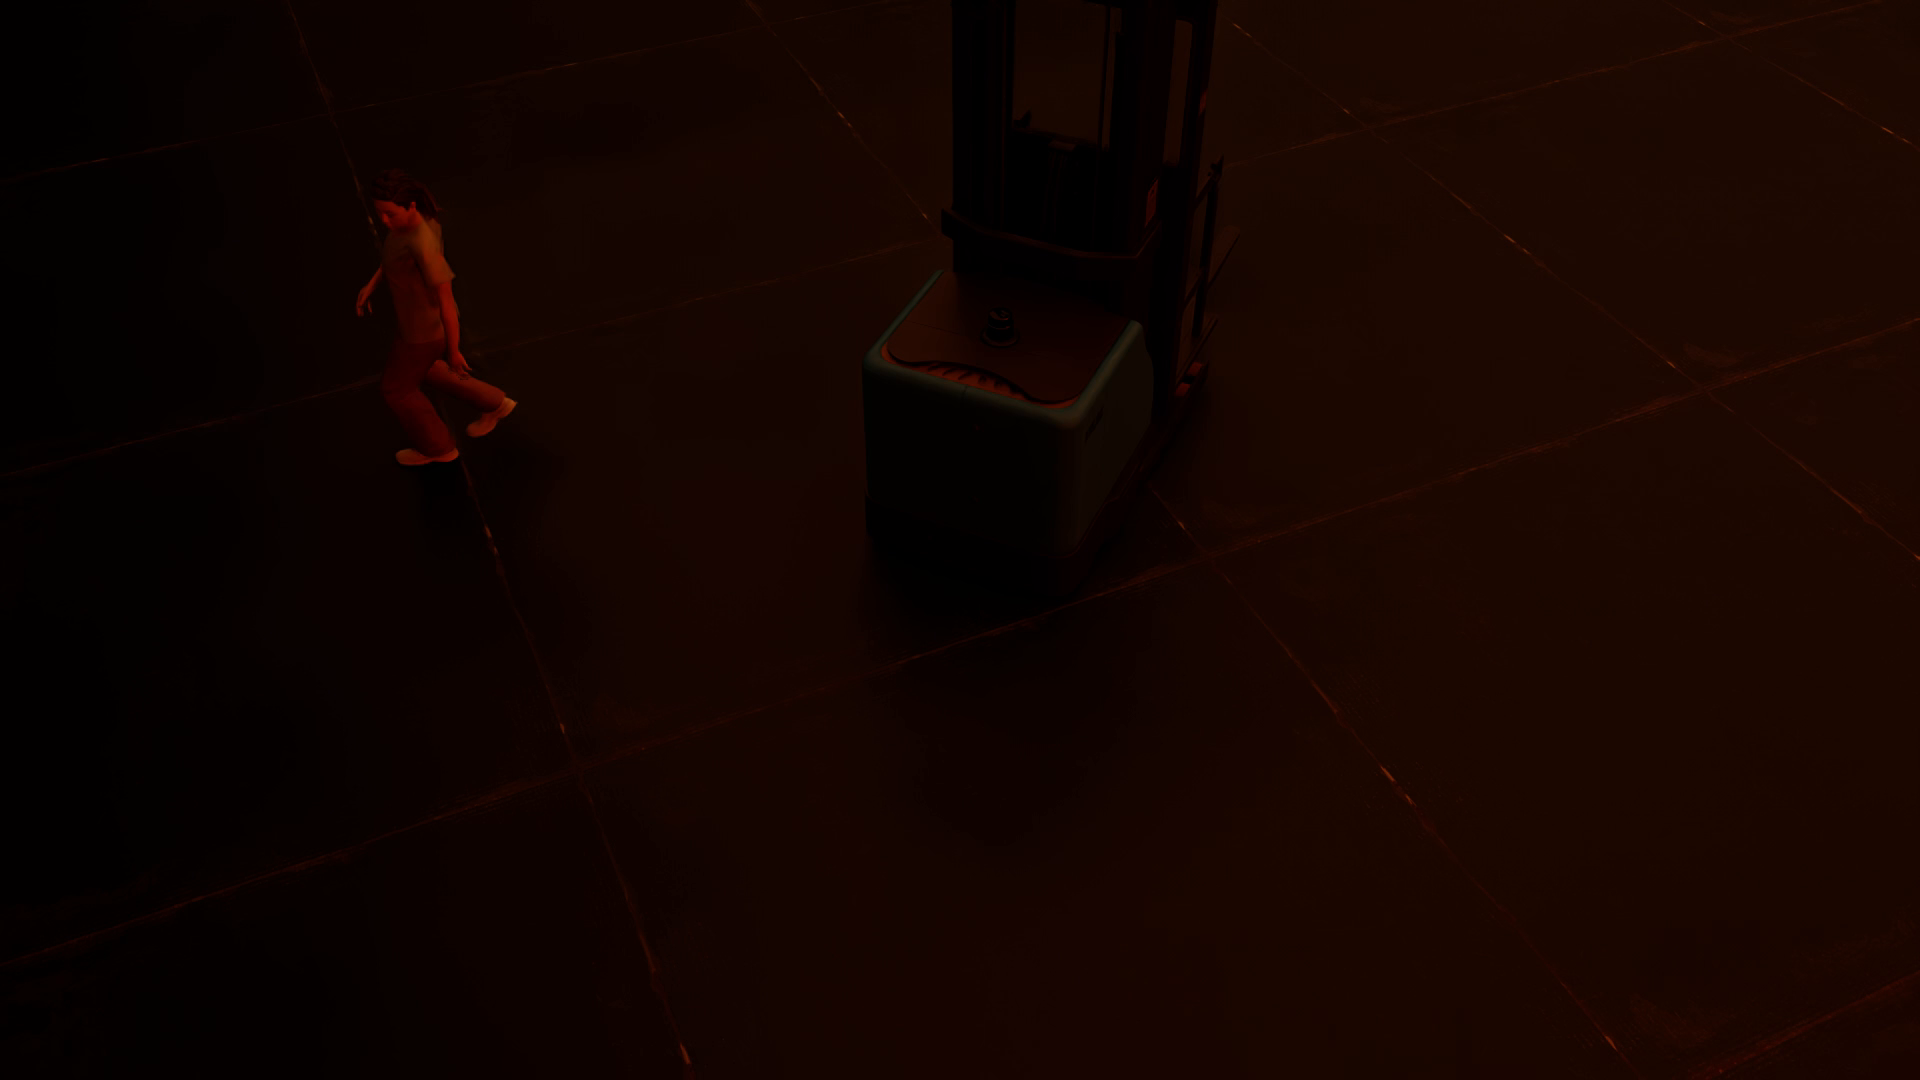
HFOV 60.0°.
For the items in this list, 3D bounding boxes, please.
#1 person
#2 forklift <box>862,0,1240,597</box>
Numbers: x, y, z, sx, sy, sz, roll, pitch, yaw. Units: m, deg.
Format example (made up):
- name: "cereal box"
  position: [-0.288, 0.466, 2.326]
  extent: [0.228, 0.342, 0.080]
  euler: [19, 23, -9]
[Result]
- name: "person"
  position: [-2.493, -0.991, 7.711]
  extent: [0.610, 1.621, 0.607]
  euler: [-2, 43, -2]
- name: "forklift"
  position: [0.640, -1.828, 7.639]
  extent: [1.130, 2.935, 3.031]
  euler: [17, 46, 18]
